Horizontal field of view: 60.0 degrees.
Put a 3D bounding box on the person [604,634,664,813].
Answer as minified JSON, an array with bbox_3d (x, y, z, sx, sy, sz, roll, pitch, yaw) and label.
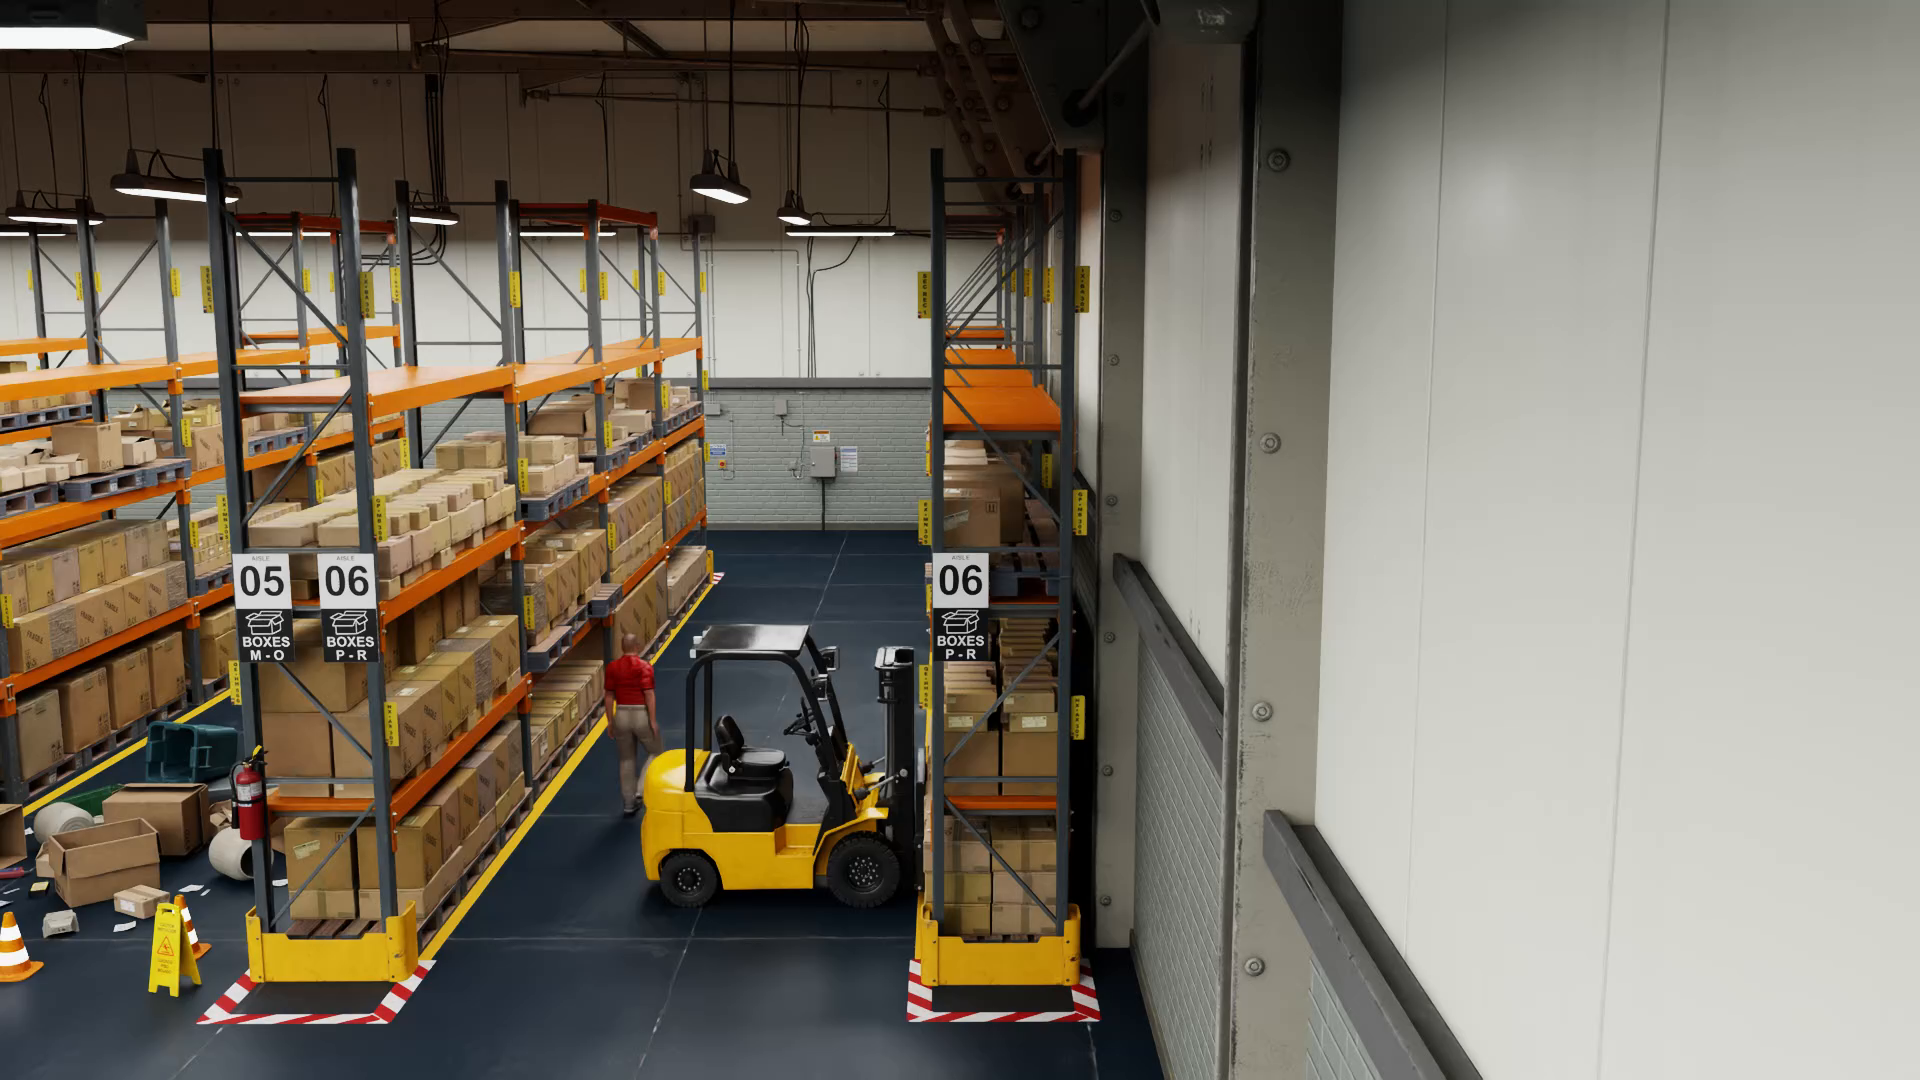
[{"bbox_3d":[-3.149,1.767,16.021,0.596,1.715,0.494,1,9,8],"label":"person"}]
